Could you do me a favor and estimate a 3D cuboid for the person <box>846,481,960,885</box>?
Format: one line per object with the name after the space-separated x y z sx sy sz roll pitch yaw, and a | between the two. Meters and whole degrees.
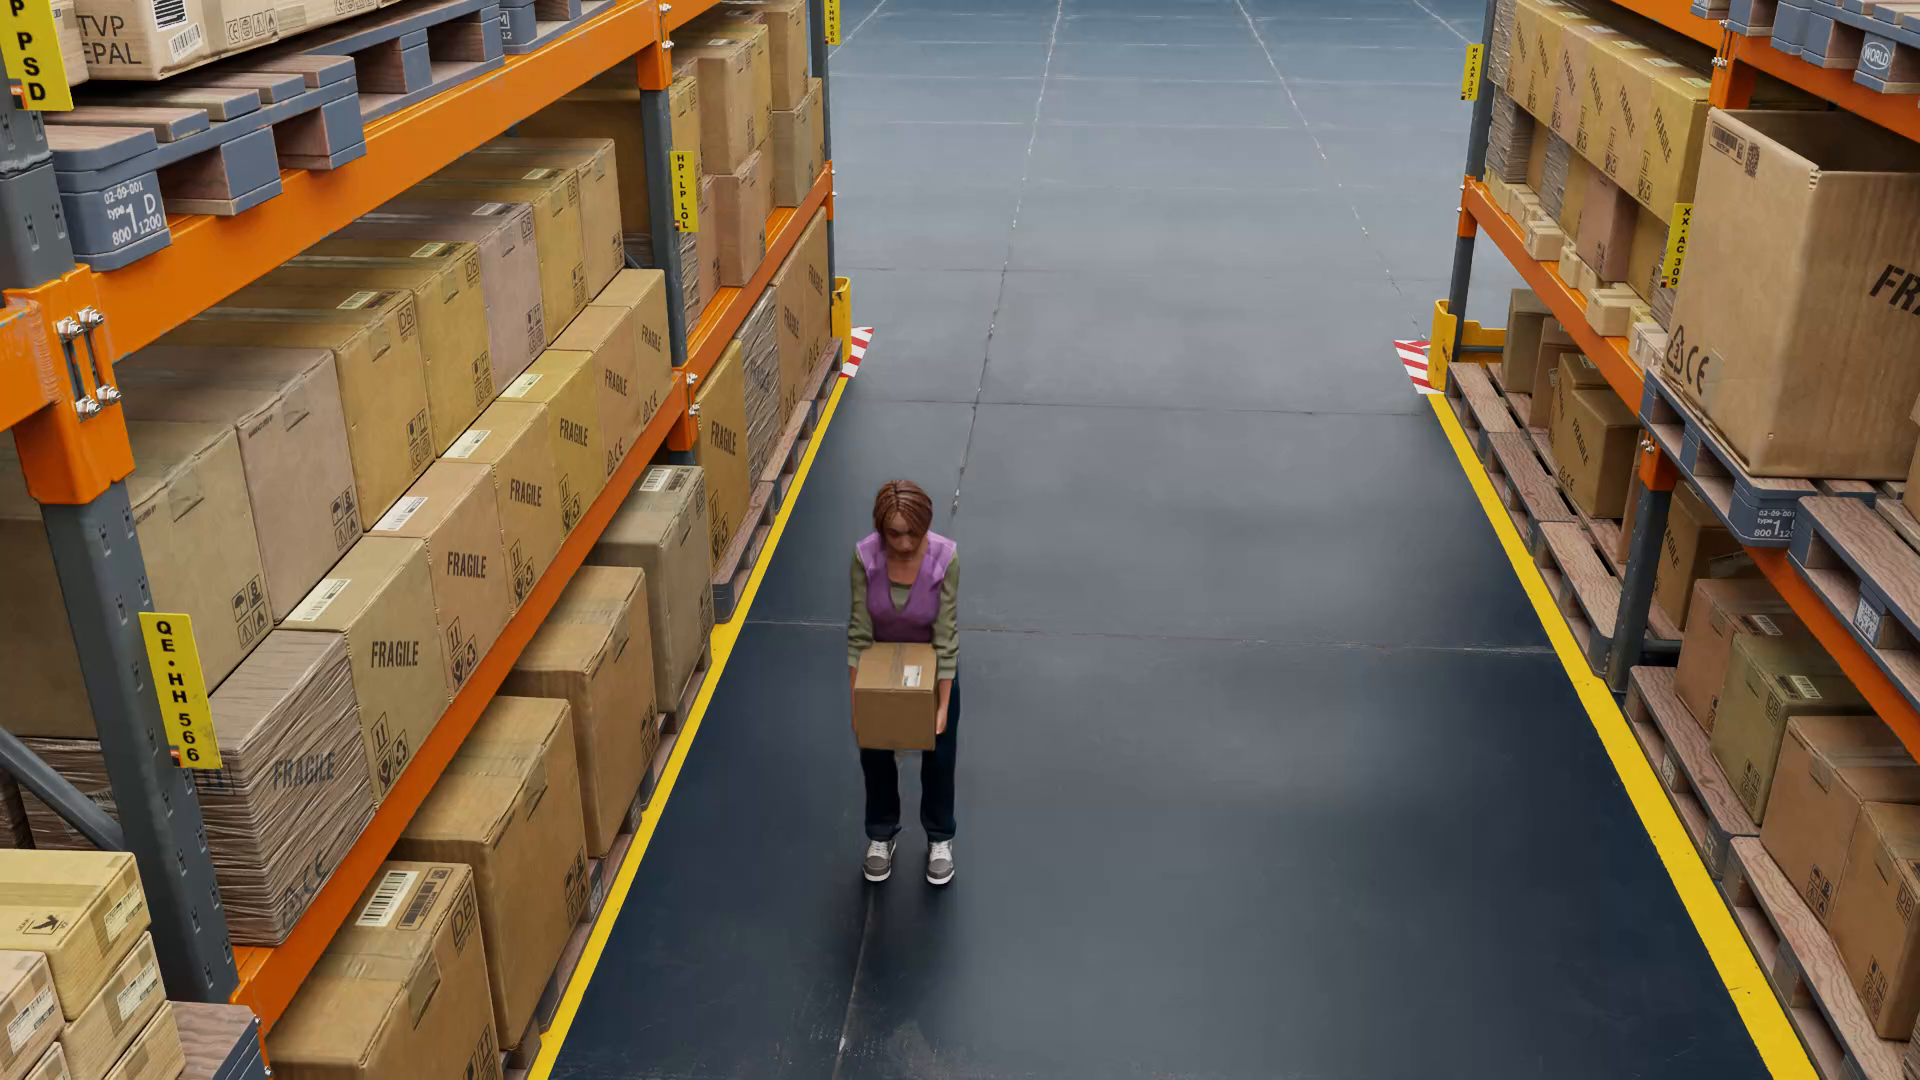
-0.182 0.491 5.609 0.372 1.563 0.532 1 25 3 | person
